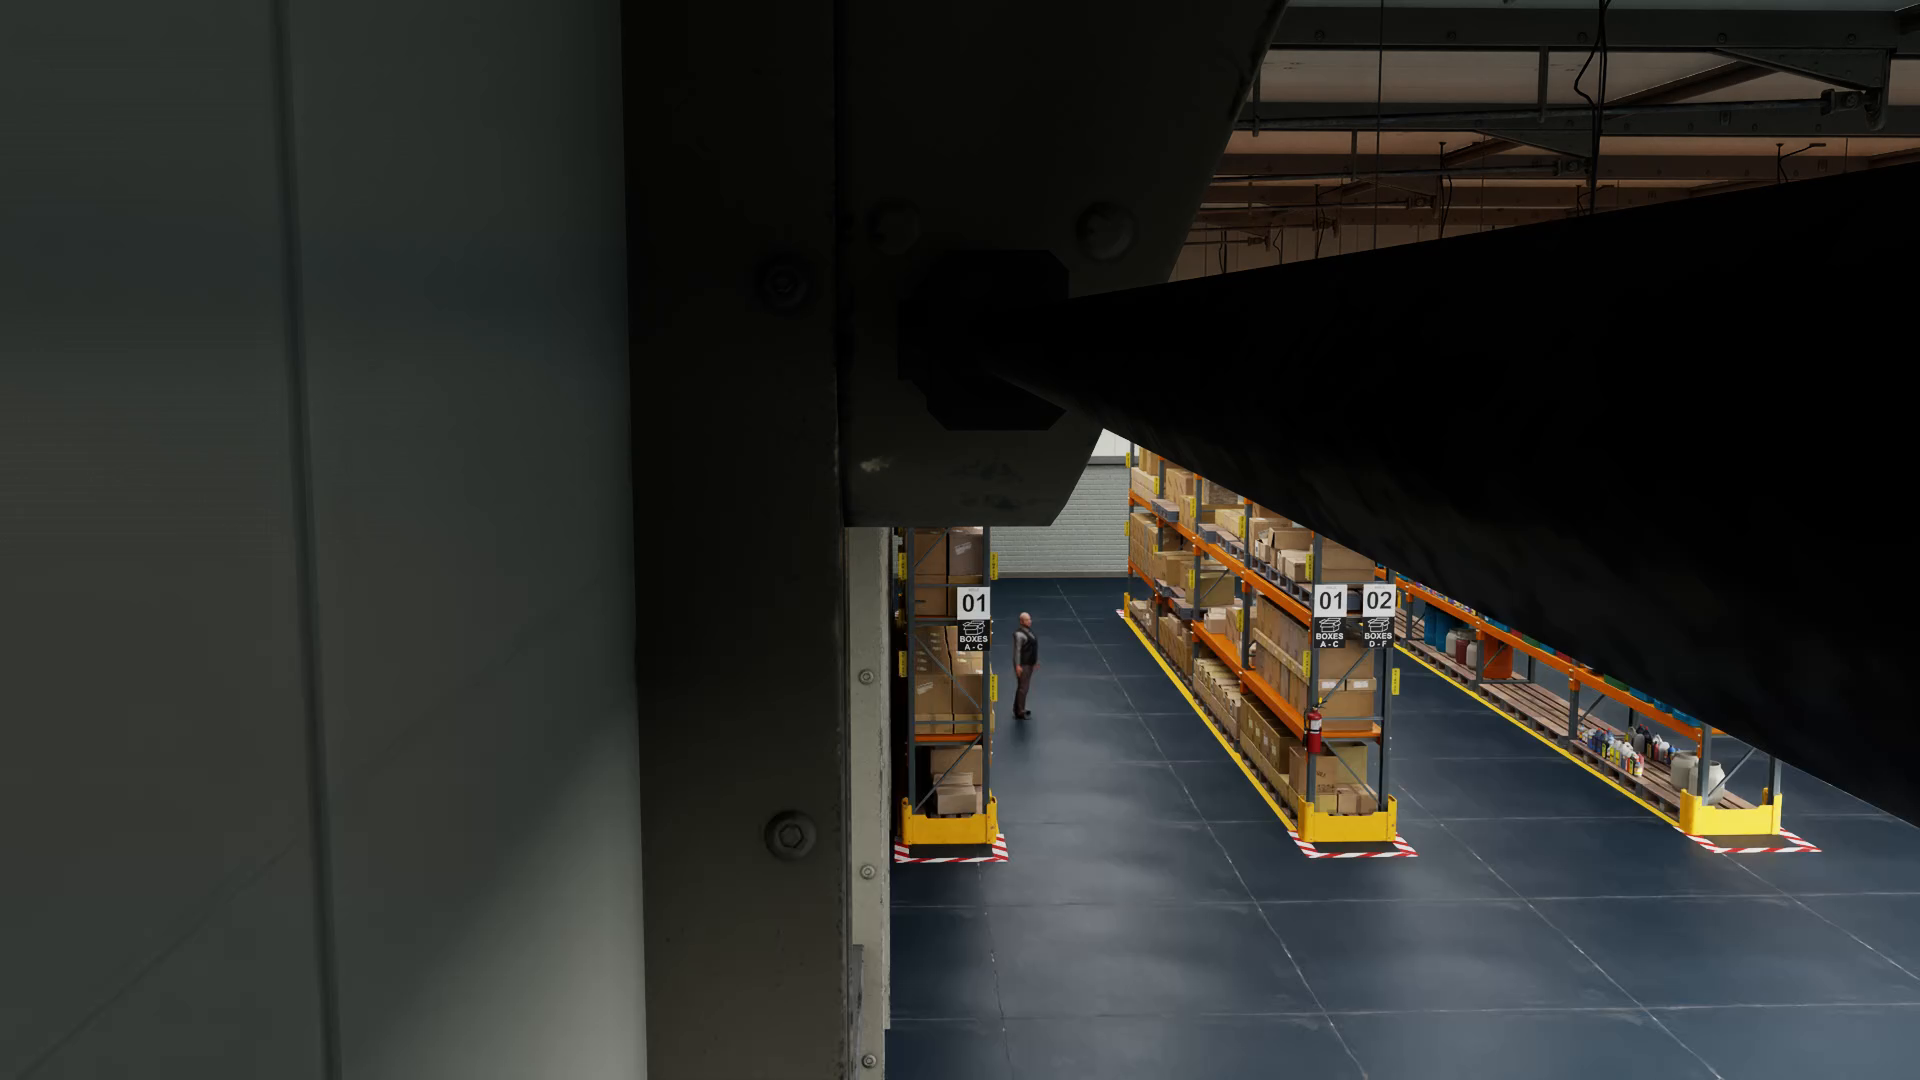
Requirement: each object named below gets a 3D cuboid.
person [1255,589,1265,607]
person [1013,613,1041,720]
[{"bbox_3d":[6.057,1.201,33.171,0.397,1.813,0.639,2,8,18],"label":"person"},{"bbox_3d":[1.054,2.042,26.987,0.424,1.751,0.589,3,8,20],"label":"person"}]
